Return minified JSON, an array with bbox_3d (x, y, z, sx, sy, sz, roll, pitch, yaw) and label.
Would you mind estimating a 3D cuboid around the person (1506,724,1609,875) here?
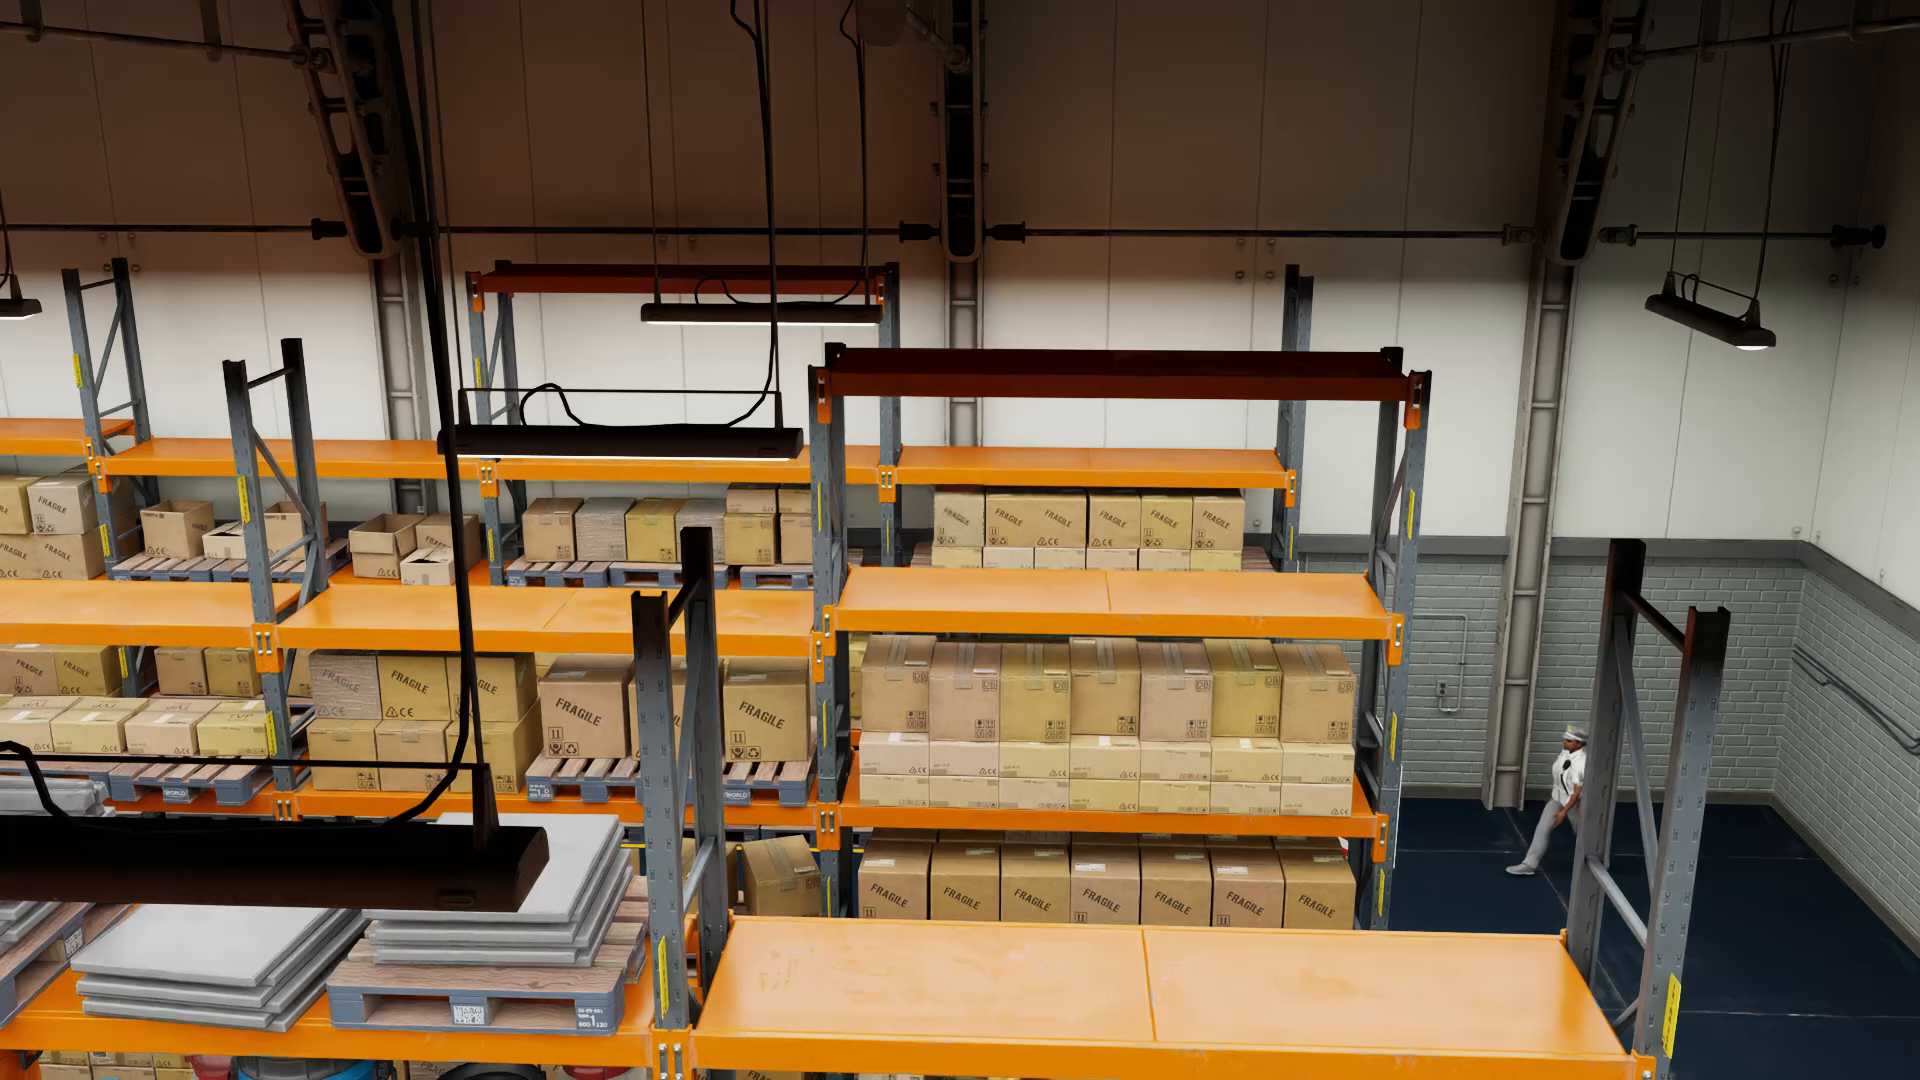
[{"bbox_3d":[6.079,2.616,16.632,1.052,1.616,0.444,-5,17,-17],"label":"person"}]
